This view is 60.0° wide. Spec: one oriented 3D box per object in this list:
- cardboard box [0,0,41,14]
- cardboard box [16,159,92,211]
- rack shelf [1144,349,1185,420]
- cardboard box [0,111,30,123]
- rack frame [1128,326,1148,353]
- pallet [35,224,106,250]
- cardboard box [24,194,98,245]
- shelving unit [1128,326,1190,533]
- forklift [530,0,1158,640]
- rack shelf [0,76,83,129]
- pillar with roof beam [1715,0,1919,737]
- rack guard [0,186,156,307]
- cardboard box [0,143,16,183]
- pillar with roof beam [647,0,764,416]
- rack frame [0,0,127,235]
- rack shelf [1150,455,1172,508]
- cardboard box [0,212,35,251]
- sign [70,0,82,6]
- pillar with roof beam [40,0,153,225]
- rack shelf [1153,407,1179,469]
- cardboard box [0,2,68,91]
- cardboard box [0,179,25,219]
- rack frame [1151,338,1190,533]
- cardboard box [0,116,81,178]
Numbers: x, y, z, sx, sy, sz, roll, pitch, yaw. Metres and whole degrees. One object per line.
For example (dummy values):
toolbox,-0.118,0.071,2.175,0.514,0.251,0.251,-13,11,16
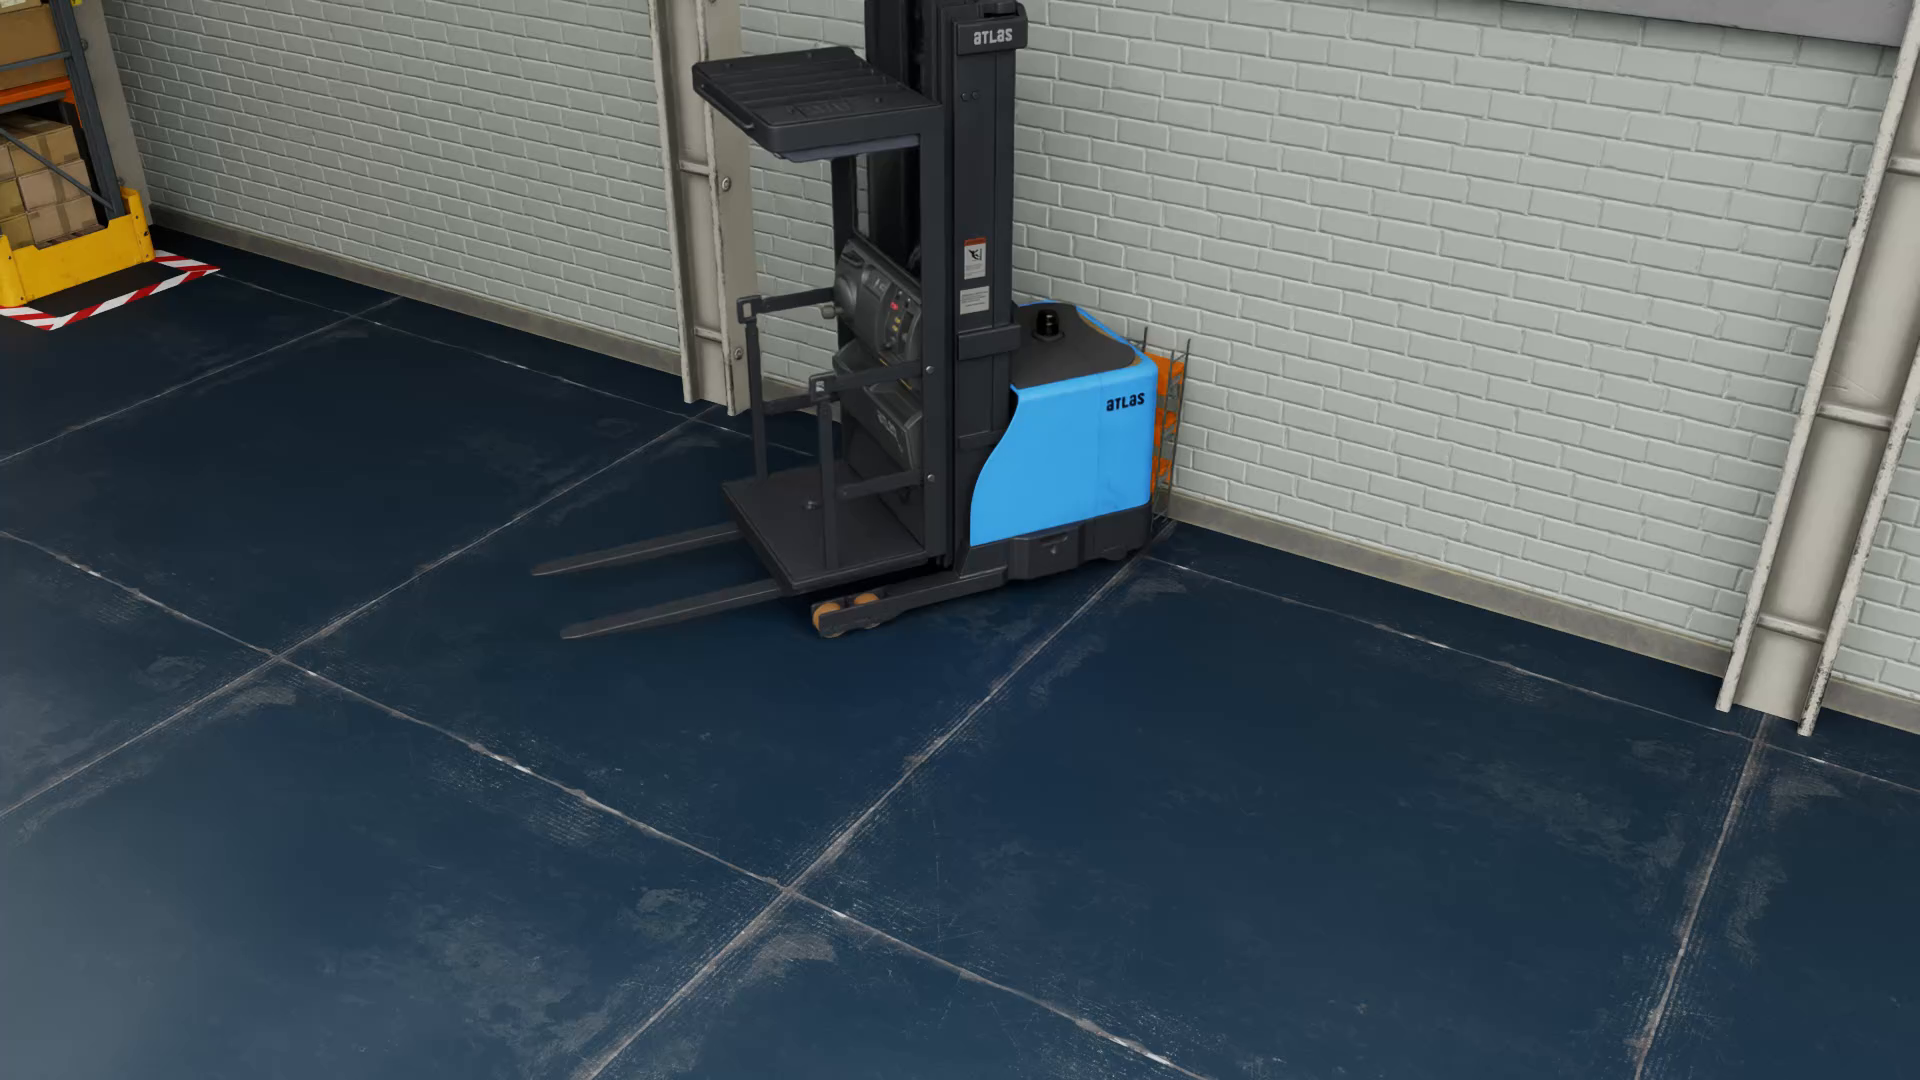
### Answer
cardboard box,-6.568,-3.721,11.409,0.250,0.149,0.380,17,34,26
cardboard box,-6.707,-2.620,12.081,0.500,0.250,0.500,18,35,28
rack shelf,0.995,-0.800,8.522,0.240,0.259,0.215,20,34,27
cardboard box,-7.151,-2.964,12.173,0.500,0.250,0.500,18,35,27
rack frame,0.878,-0.600,8.713,0.008,1.050,0.200,20,34,27
pallet,-7.089,-2.179,12.275,1.213,0.211,1.003,18,35,27
cardboard box,-6.731,-2.405,12.207,0.500,0.250,0.500,18,35,28
shelving unit,0.981,-0.563,8.658,0.252,1.050,0.215,20,34,27
forklift,-0.574,-1.102,7.730,3.031,2.935,1.130,-13,33,-21
rack shelf,-8.113,-3.421,12.351,4.000,0.370,1.077,18,35,27
pillar with roof beam,1.346,-1.306,2.059,0.400,9.000,9.100,18,35,27
rack guard,-6.399,-2.110,11.871,0.348,0.500,1.175,18,35,27
cardboard box,-6.975,-2.612,11.570,0.500,0.250,0.500,19,35,29
pillar with roof beam,-3.736,-2.914,4.814,0.400,9.000,9.100,18,35,27
rack frame,-6.419,-3.196,11.252,0.127,3.000,1.000,18,35,27
rack shelf,0.966,-0.313,8.801,0.240,0.259,0.215,20,34,27
cardboard box,-6.985,-2.181,11.823,0.500,0.250,0.500,18,35,28
sign,-6.119,-3.839,11.417,0.005,0.325,0.100,18,35,27
pillar with roof beam,-8.818,-4.521,7.570,0.400,9.000,9.100,18,35,27
rack shelf,0.980,-0.554,8.663,0.240,0.259,0.215,20,34,27
cardboard box,-6.691,-3.491,11.657,0.500,0.500,0.500,19,35,29
cardboard box,-6.997,-2.403,11.708,0.500,0.250,0.500,17,34,27
rack frame,1.083,-0.526,8.603,0.008,1.050,0.200,20,34,27
cardboard box,-6.725,-2.831,11.946,0.500,0.250,0.500,17,34,27
